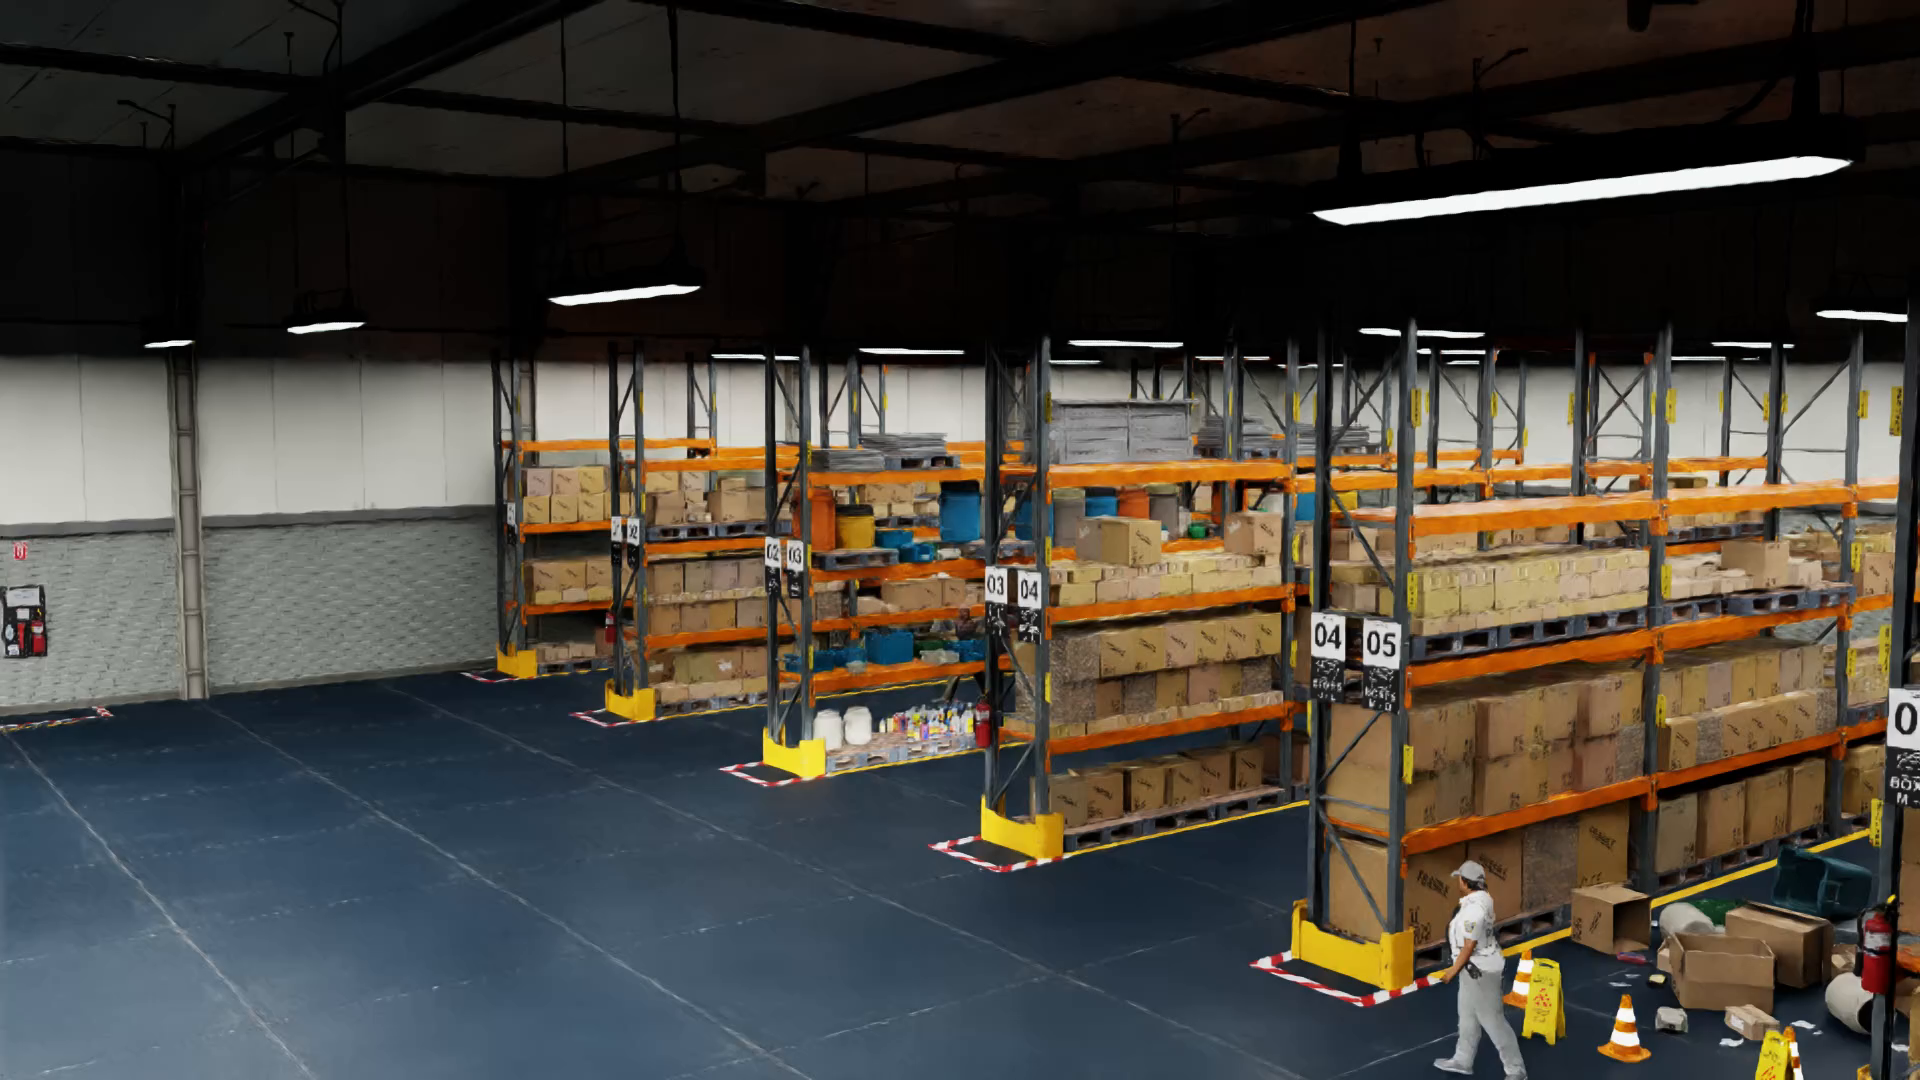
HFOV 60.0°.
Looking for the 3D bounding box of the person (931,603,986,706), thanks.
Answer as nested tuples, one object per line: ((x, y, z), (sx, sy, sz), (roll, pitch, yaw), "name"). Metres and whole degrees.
((0.084, 1.985, 27.420), (1.103, 1.518, 0.573), (-3, 6, -28), "person")

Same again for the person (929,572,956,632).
((-0.446, 1.280, 34.308), (1.187, 1.694, 0.599), (-4, 6, -39), "person")

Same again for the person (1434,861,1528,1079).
((3.928, 3.249, 12.498), (0.690, 1.650, 0.516), (2, 5, 21), "person")
